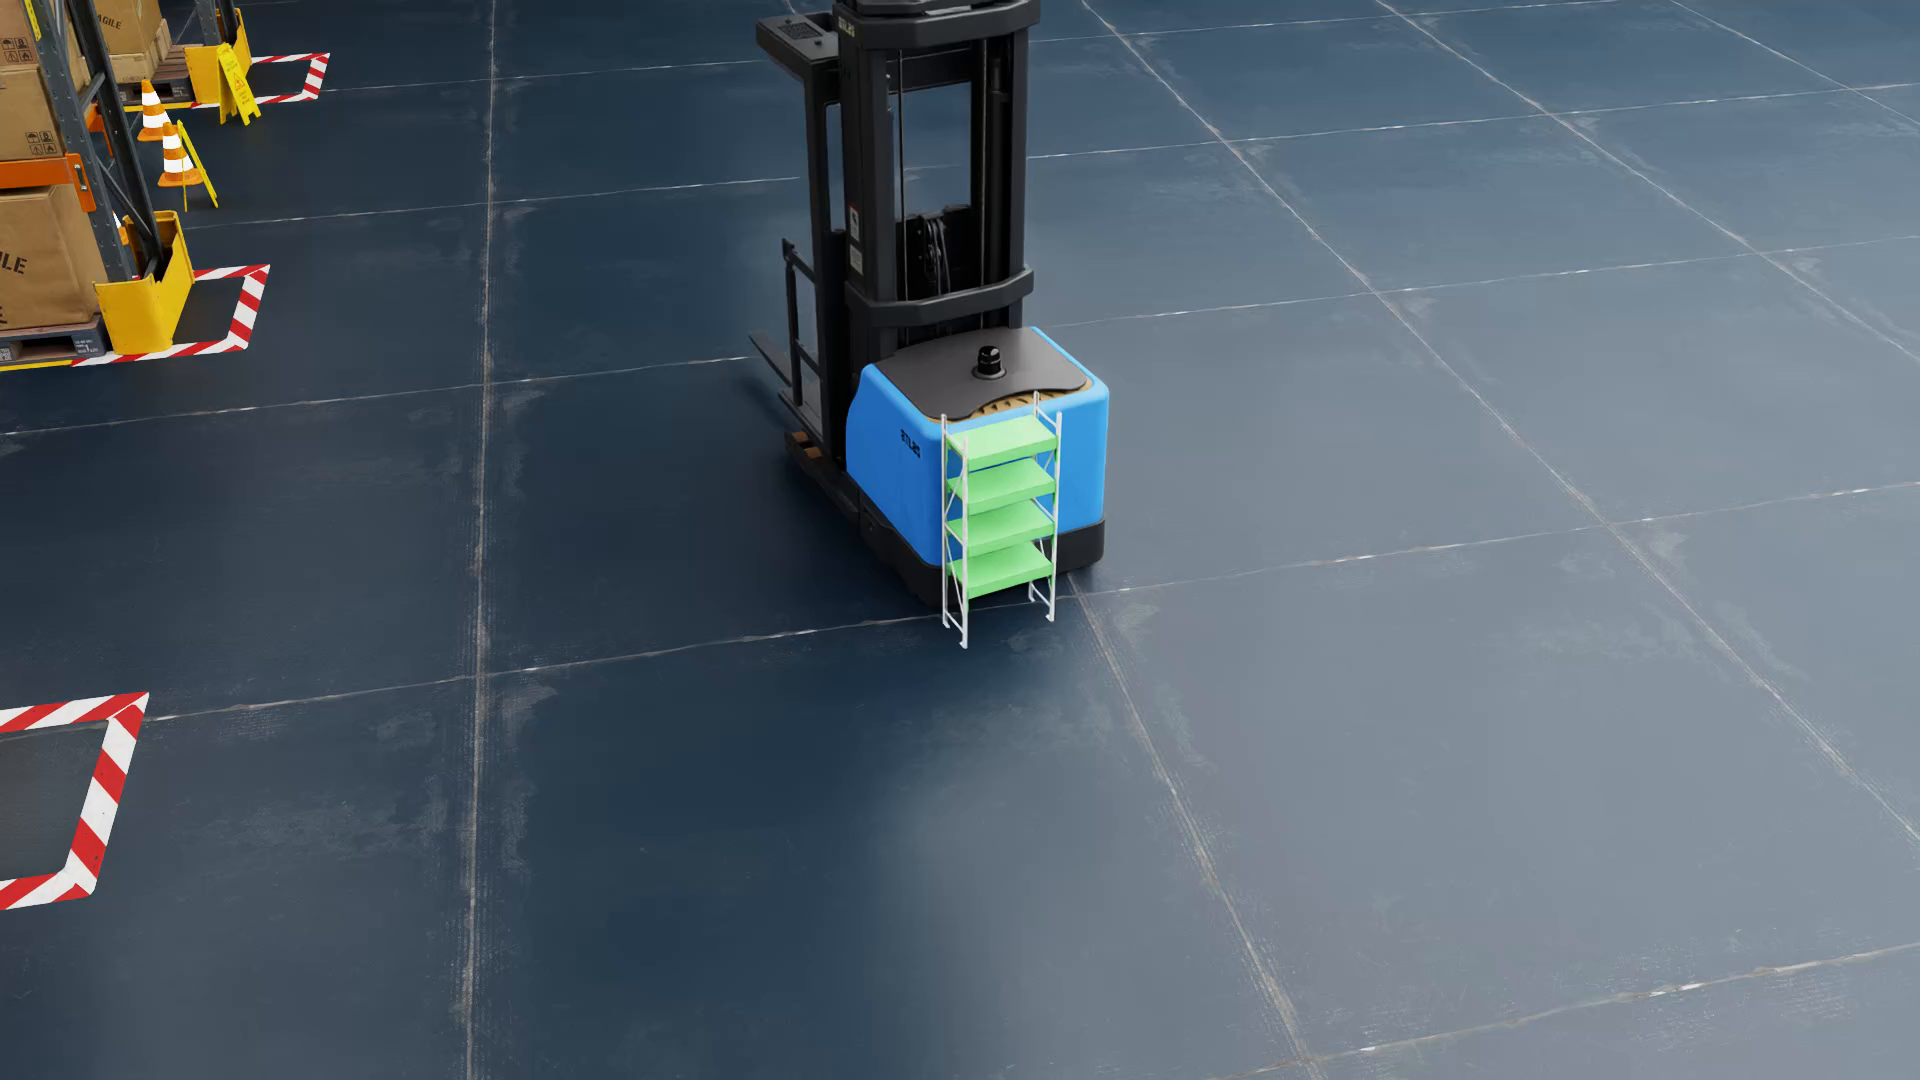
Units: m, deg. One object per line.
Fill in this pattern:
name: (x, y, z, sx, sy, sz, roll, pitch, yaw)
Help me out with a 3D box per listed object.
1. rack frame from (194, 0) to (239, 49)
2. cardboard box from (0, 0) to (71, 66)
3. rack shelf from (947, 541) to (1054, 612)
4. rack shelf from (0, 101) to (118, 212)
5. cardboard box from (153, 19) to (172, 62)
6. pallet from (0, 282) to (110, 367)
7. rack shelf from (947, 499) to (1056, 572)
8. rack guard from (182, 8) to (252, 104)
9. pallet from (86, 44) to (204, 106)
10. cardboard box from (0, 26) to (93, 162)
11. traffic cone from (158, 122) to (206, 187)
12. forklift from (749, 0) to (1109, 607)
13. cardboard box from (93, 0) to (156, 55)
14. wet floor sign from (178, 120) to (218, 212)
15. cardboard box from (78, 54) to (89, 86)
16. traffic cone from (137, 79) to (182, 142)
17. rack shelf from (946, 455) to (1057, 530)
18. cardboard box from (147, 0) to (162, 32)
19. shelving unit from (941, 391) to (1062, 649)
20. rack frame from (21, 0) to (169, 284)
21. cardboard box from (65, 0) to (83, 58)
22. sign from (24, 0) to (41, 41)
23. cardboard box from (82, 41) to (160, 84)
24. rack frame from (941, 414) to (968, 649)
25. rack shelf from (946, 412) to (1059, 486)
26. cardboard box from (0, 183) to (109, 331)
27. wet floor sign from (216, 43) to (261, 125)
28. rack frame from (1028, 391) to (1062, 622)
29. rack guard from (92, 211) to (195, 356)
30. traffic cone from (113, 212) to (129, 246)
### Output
rack frame: (-6.646, -5.443, 14.393, 0.127, 3.000, 1.000, -7, 35, -11)
cardboard box: (-5.826, -3.252, 10.023, 0.550, 0.550, 0.875, -7, 35, -11)
rack shelf: (0.192, 0.168, 8.191, 0.480, 0.148, 0.258, -16, 37, -22)
rack shelf: (-7.407, -2.221, 10.236, 4.000, 0.370, 1.077, -7, 35, -11)
cardboard box: (-7.494, -4.527, 15.118, 0.500, 0.250, 0.500, -7, 35, -11)
pallet: (-6.218, -1.467, 10.969, 1.213, 0.211, 1.003, -7, 35, -11)
rack shelf: (0.192, -0.031, 8.058, 0.480, 0.148, 0.258, -16, 37, -22)
rack guard: (-6.720, -4.396, 15.075, 0.348, 0.500, 1.175, -7, 35, -11)
pallet: (-7.521, -4.196, 15.036, 1.213, 0.211, 1.003, -7, 35, -11)
cardboard box: (-5.808, -2.758, 10.256, 0.550, 0.550, 0.875, -7, 35, -11)
traffic cone: (-6.205, -3.075, 13.139, 0.334, 0.463, 0.336, -7, 35, -11)
forklift: (-0.360, -1.686, 8.855, 1.130, 2.935, 3.031, -16, 37, -22)
cardboard box: (-7.370, -4.547, 14.475, 0.500, 0.500, 0.500, -7, 34, -10)
wet floor sign: (-5.864, -2.868, 12.667, 0.232, 0.644, 0.267, -13, 36, -19)
cardboard box: (-7.882, -4.171, 14.588, 0.500, 0.250, 0.500, -7, 35, -10)
traffic cone: (-6.781, -3.636, 13.976, 0.334, 0.463, 0.336, -7, 35, -11)
rack shelf: (0.192, -0.231, 7.924, 0.480, 0.148, 0.258, -16, 37, -22)
cardboard box: (-7.517, -4.835, 14.904, 0.500, 0.500, 0.500, -8, 35, -12)
shelving unit: (0.192, -0.084, 8.022, 0.503, 1.200, 0.258, -16, 37, -22)
rack frame: (-5.456, -2.766, 10.402, 0.127, 3.000, 1.000, -7, 35, -11)
cardboard box: (-7.879, -4.481, 14.377, 0.500, 0.500, 0.500, -6, 34, -9)
sign: (-5.350, -3.048, 9.572, 0.005, 0.325, 0.100, -7, 35, -11)
cardboard box: (-7.399, -4.228, 14.672, 0.500, 0.250, 0.500, -7, 35, -11)
rack frame: (-0.026, -0.023, 7.931, 0.015, 1.200, 0.240, -16, 37, -22)
rack shelf: (0.192, -0.430, 7.790, 0.480, 0.148, 0.258, -16, 37, -22)
cardboard box: (-6.103, -1.938, 10.700, 0.875, 0.875, 0.875, -7, 34, -10)
wet floor sign: (-6.225, -3.908, 14.217, 0.232, 0.644, 0.267, 4, 34, 6)
rack frame: (0.410, -0.146, 8.113, 0.015, 1.200, 0.240, -16, 37, -22)
rack guard: (-5.432, -1.731, 11.103, 0.348, 0.500, 1.175, -7, 35, -11)
traffic cone: (-6.287, -2.419, 12.162, 0.334, 0.463, 0.336, -7, 35, -11)
